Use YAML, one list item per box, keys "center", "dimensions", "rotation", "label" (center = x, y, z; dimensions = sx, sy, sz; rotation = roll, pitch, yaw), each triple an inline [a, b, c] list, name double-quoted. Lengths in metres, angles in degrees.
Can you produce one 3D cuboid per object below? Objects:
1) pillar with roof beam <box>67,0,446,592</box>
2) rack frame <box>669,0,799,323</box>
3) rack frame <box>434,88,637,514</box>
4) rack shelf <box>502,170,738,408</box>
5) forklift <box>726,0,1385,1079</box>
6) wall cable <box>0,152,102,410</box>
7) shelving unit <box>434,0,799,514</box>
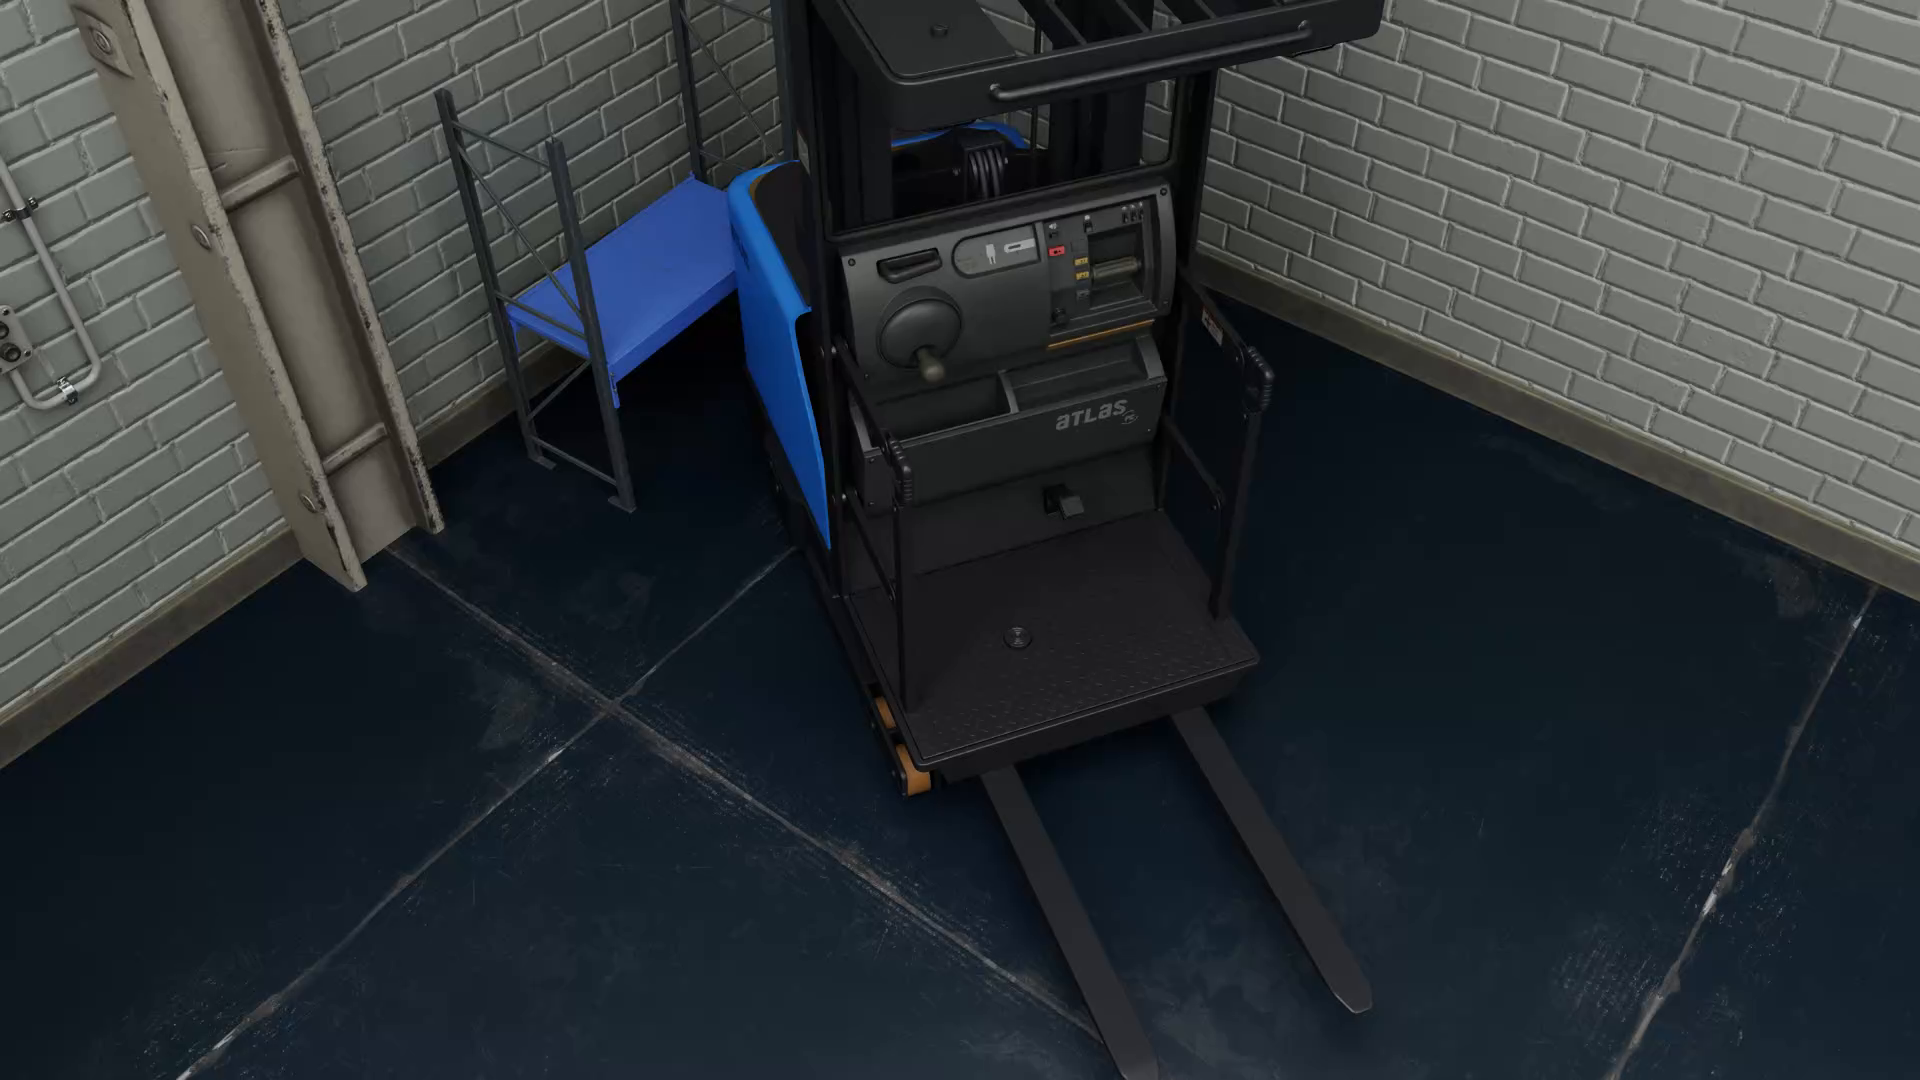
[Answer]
- center: [1.375, -1.209, 0.682]
  dimensions: [9.100, 9.000, 0.400]
  rotation: [29, 53, 25]
  label: "pillar with roof beam"
- center: [-0.773, -1.326, 5.979]
  dimensions: [0.500, 1.500, 0.032]
  rotation: [27, 52, 23]
  label: "rack frame"
- center: [-1.353, -0.721, 5.402]
  dimensions: [0.500, 1.500, 0.032]
  rotation: [27, 52, 23]
  label: "rack frame"
- center: [-1.063, -0.899, 5.820]
  dimensions: [0.538, 0.185, 1.000]
  rotation: [27, 52, 23]
  label: "rack shelf"
- center: [0.221, -0.591, 4.288]
  dimensions: [1.130, 2.935, 3.031]
  rotation: [-15, 48, -14]
  label: "forklift"
- center: [-2.963, -0.615, 3.560]
  dimensions: [0.084, 1.984, 1.851]
  rotation: [29, 53, 25]
  label: "wall cable"
- center: [-1.063, -1.023, 5.690]
  dimensions: [0.538, 1.500, 1.048]
  rotation: [27, 52, 23]
  label: "shelving unit"
